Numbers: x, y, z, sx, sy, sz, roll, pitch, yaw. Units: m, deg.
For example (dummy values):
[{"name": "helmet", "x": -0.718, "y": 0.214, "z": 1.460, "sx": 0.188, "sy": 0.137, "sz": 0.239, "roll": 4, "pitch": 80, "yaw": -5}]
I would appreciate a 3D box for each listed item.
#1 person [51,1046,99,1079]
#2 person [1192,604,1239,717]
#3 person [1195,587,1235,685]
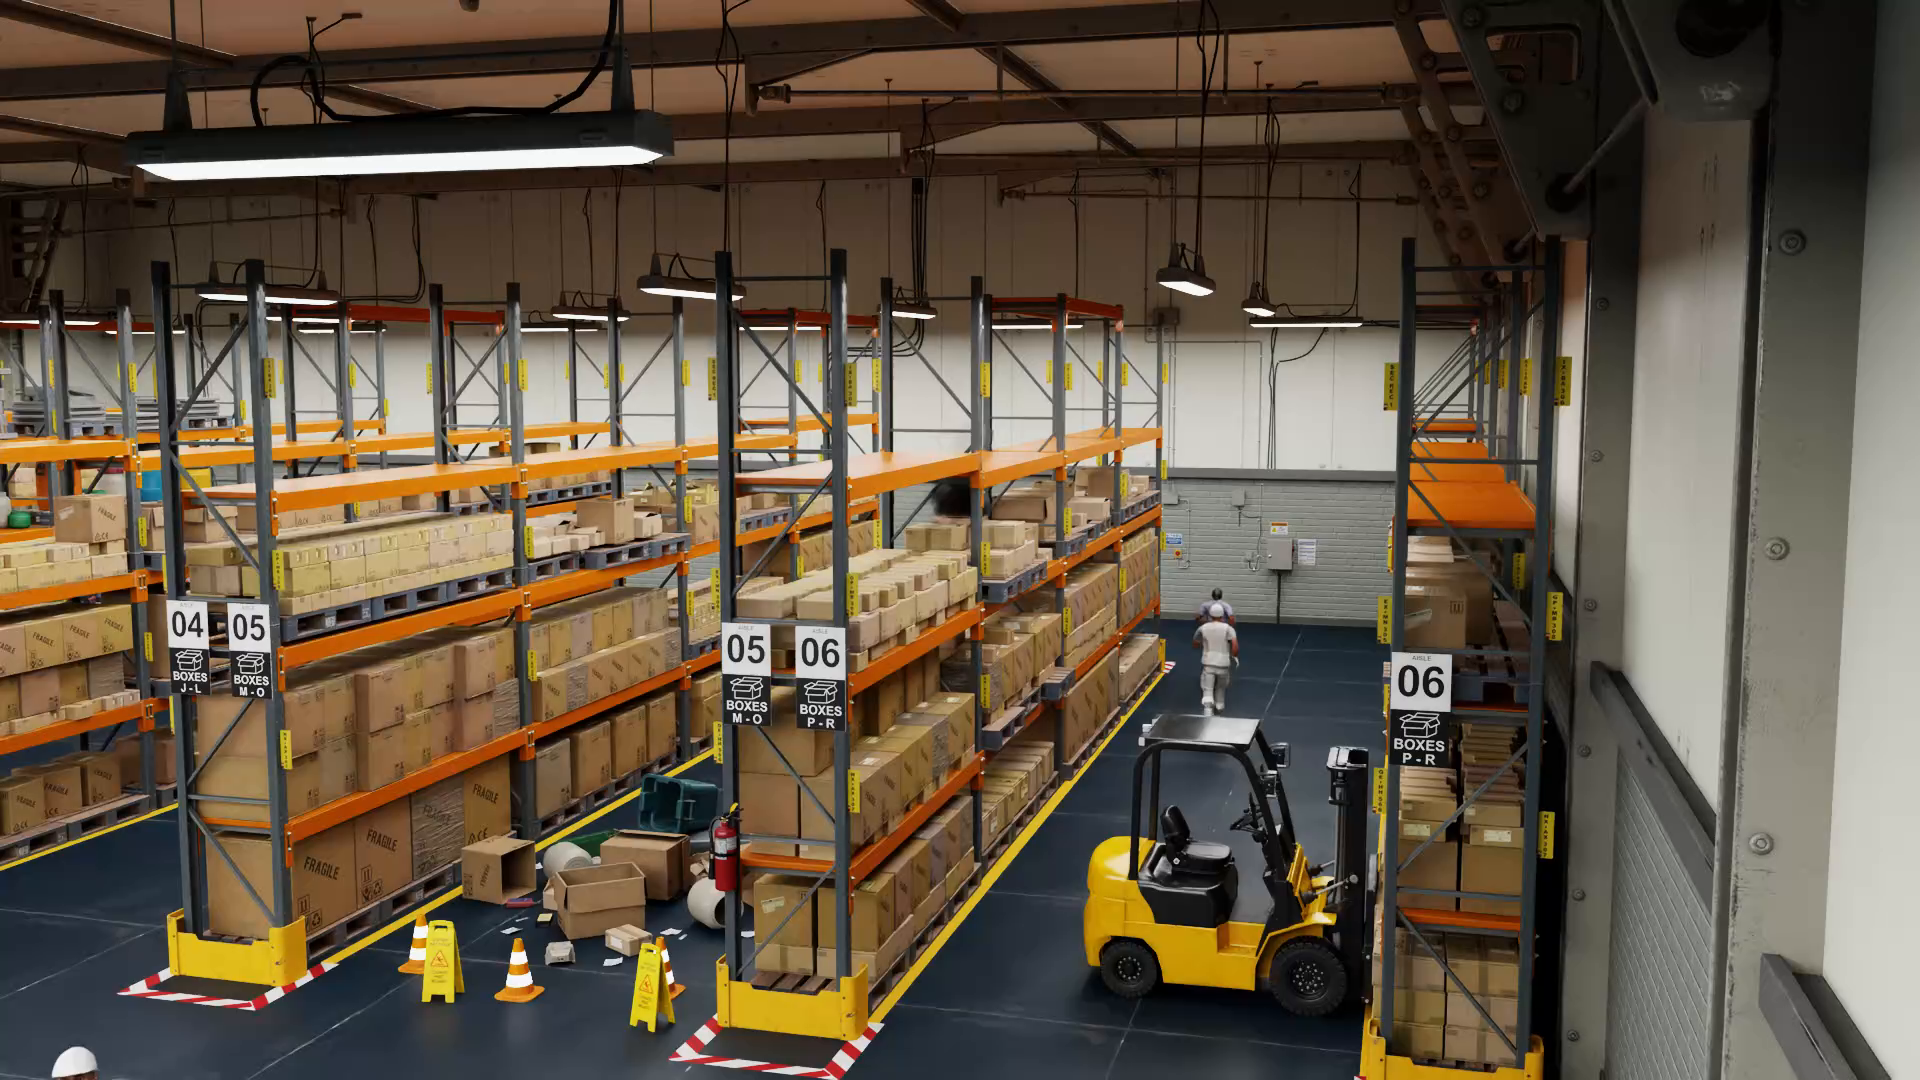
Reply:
[{"name": "person", "x": -4.408, "y": 3.412, "z": 8.484, "sx": 0.732, "sy": 1.716, "sz": 0.729, "roll": -2, "pitch": 7, "yaw": -22}, {"name": "person", "x": 3.588, "y": 1.776, "z": 23.379, "sx": 0.661, "sy": 1.768, "sz": 0.993, "roll": 1, "pitch": 6, "yaw": 12}, {"name": "person", "x": 4.083, "y": 1.570, "z": 26.604, "sx": 0.628, "sy": 1.623, "sz": 0.638, "roll": 2, "pitch": 6, "yaw": 18}]
